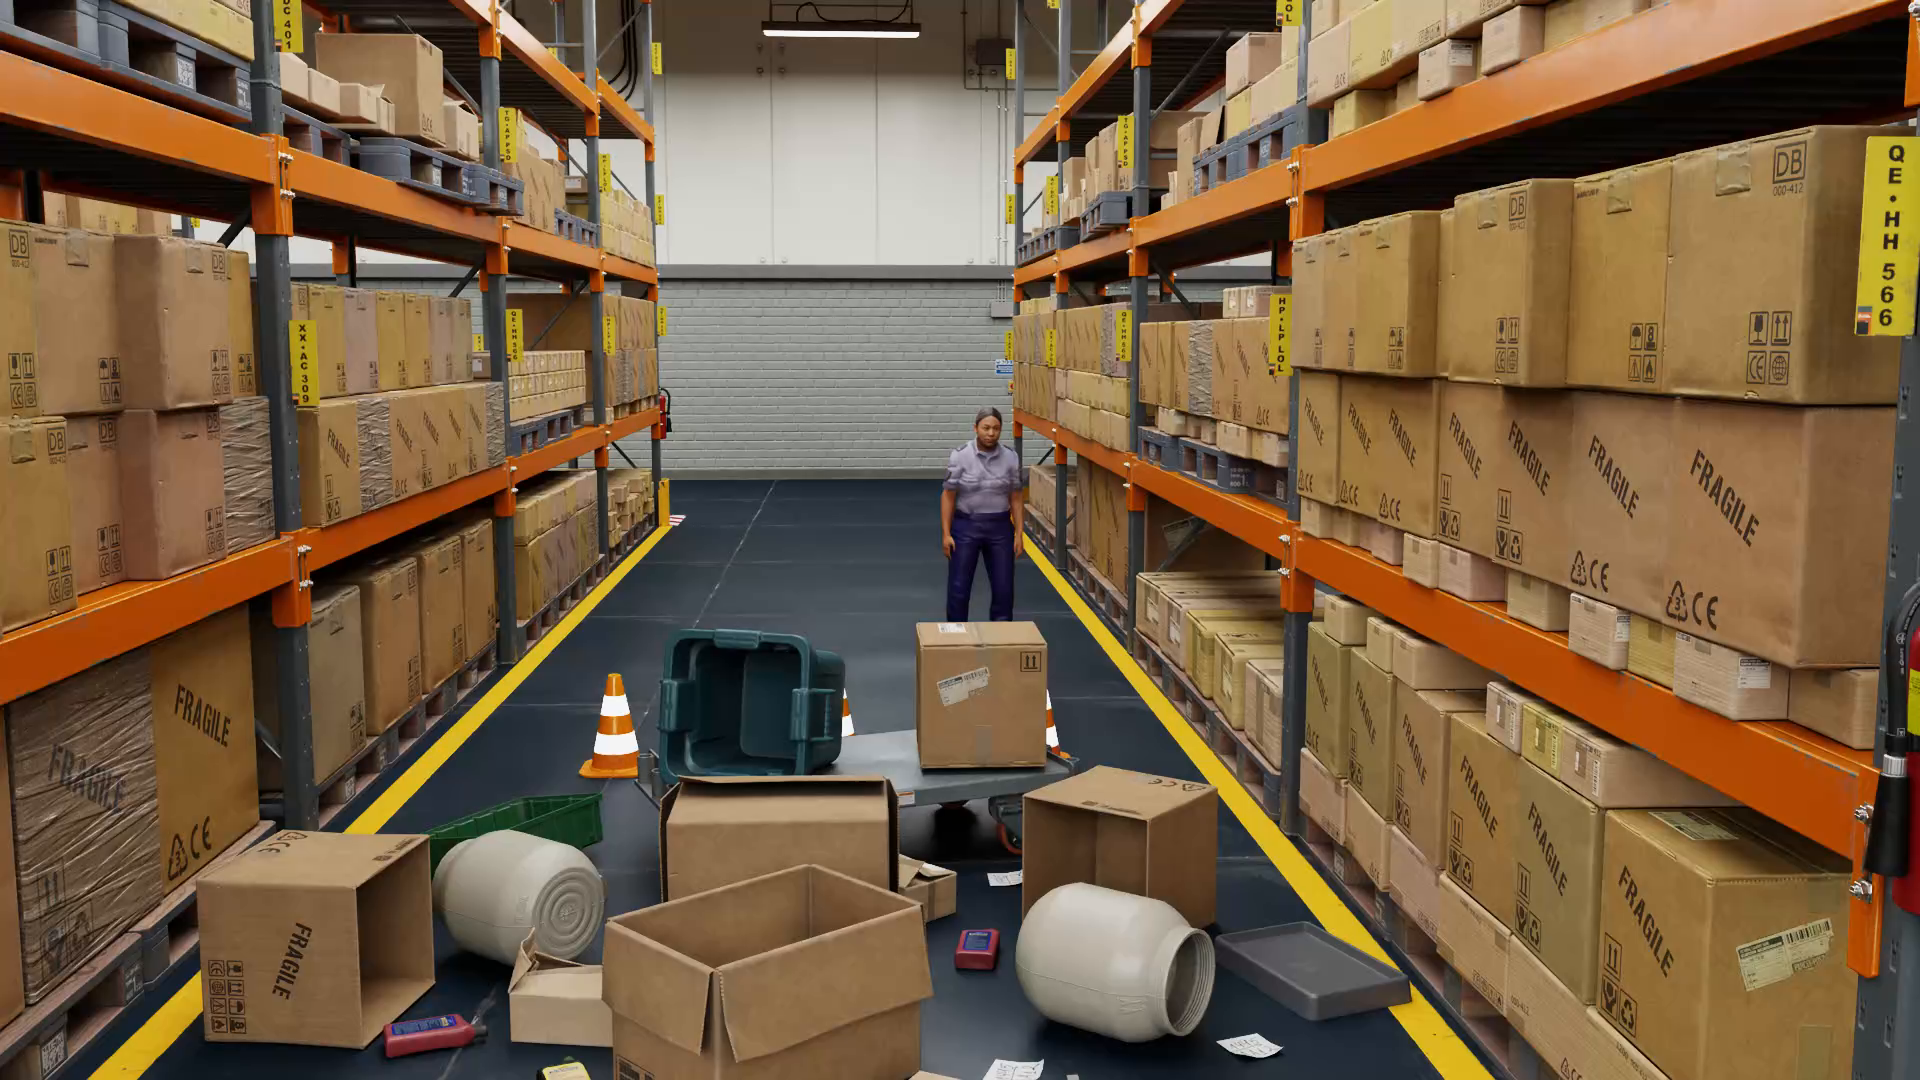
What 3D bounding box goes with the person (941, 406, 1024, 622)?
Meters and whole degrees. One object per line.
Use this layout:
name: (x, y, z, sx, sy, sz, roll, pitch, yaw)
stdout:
person: (0.129, -0.007, 10.346, 0.557, 1.650, 0.372, -1, 7, -9)
